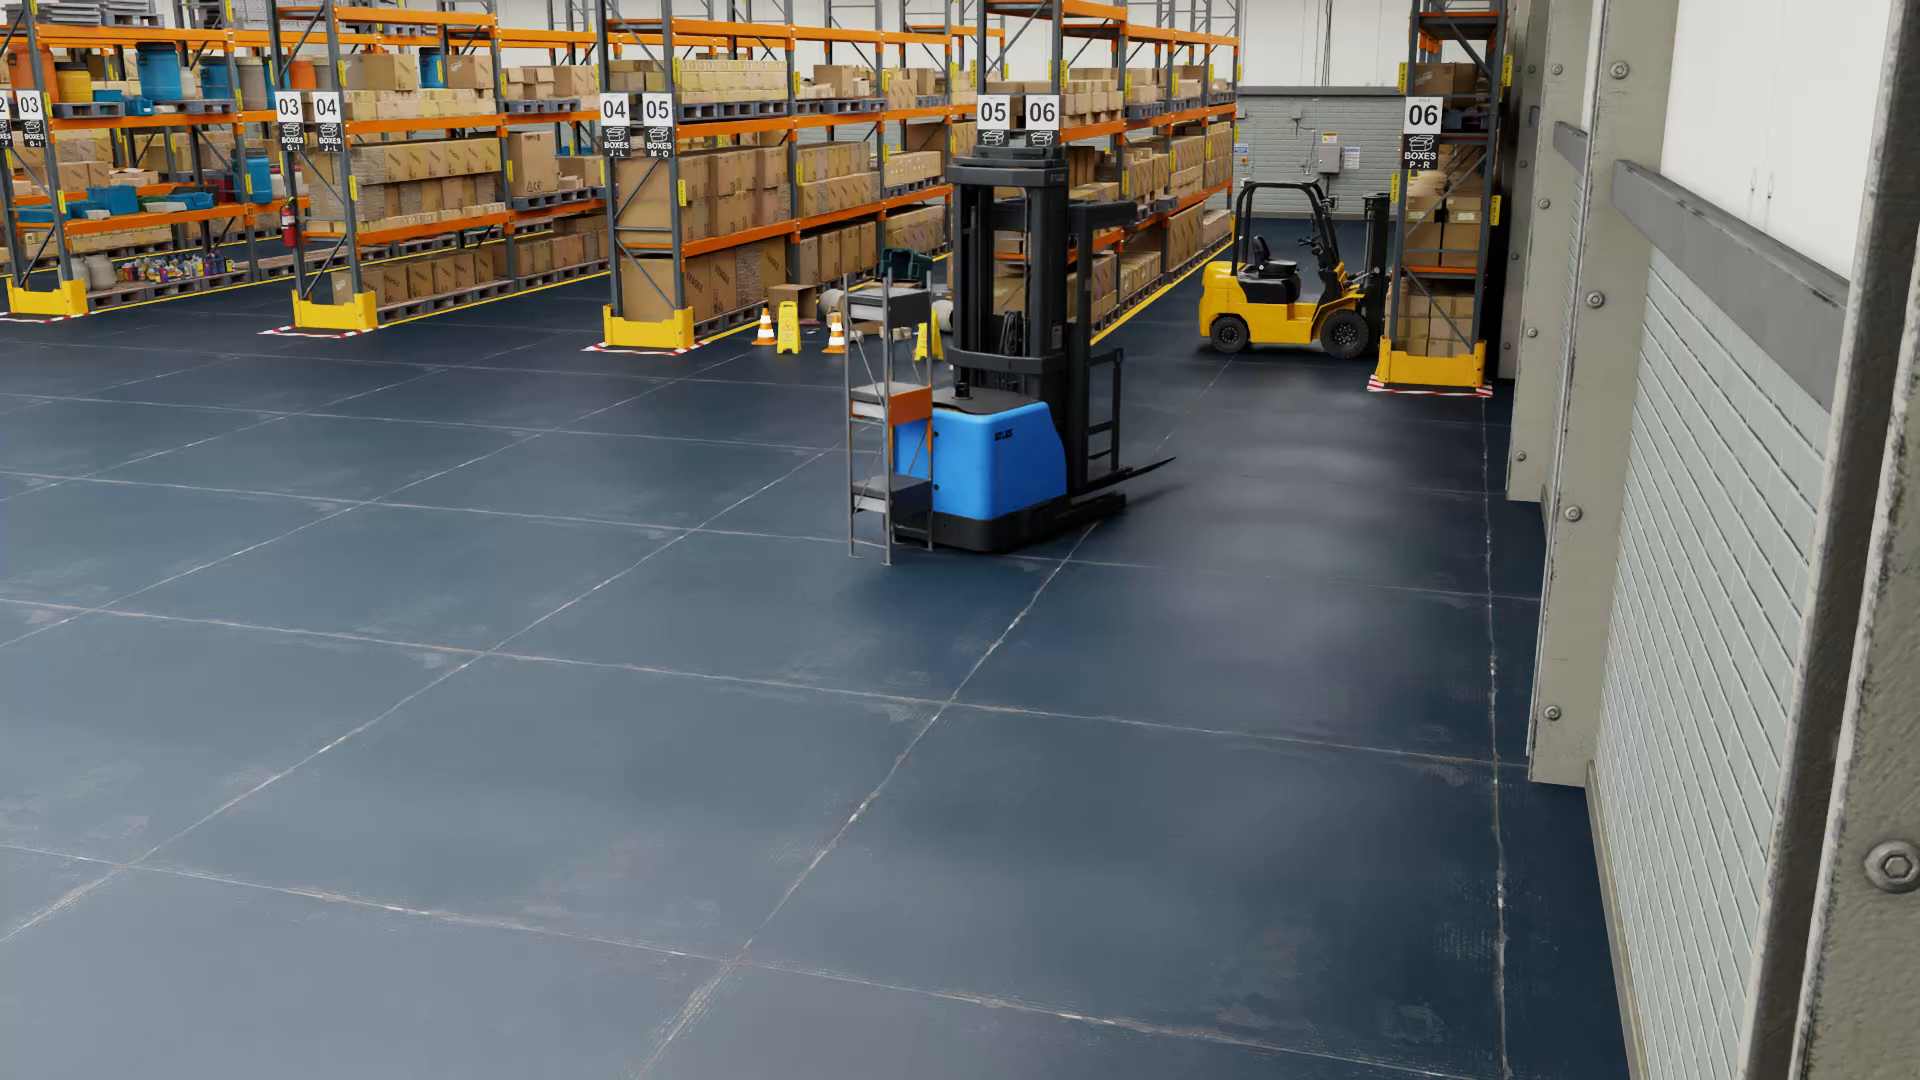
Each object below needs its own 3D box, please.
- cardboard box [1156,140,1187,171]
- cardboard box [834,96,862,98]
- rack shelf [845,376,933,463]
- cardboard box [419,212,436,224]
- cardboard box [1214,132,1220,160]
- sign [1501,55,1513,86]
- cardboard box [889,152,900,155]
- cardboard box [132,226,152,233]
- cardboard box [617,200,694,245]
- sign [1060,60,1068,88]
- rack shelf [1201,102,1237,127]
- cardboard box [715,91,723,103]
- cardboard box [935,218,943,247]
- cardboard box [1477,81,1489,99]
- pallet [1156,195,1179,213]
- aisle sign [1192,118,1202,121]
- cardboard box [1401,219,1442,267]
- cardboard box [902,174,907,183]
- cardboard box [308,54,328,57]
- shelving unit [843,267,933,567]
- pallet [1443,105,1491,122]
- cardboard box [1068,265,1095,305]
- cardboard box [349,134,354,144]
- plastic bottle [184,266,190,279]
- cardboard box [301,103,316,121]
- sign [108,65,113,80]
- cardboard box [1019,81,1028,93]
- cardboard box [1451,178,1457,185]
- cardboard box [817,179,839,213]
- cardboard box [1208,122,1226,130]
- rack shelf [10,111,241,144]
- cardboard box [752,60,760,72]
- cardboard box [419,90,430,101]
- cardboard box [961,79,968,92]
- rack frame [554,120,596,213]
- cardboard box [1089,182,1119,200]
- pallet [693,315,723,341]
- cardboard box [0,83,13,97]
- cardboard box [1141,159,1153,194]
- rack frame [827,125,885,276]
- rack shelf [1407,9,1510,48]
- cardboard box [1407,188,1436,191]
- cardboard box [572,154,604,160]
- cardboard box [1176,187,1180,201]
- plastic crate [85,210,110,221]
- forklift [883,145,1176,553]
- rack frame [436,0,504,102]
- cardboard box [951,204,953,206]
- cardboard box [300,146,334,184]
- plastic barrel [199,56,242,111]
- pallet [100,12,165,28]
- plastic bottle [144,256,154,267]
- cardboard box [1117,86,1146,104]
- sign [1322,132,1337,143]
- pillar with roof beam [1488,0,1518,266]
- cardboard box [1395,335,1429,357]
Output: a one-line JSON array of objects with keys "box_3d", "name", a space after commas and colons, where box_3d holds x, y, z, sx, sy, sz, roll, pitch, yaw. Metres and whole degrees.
[{"box_3d": [3.637, -6.661, 28.800, 0.500, 0.500, 0.500, 5, 17, 17], "name": "cardboard box"}, {"box_3d": [-1.887, -7.775, 29.062, 0.500, 0.500, 0.500, 5, 16, 16], "name": "cardboard box"}, {"box_3d": [-0.515, -0.888, 12.161, 0.431, 0.518, 0.480, 12, 20, 36], "name": "rack shelf"}, {"box_3d": [-7.977, -4.753, 24.548, 0.380, 0.149, 0.250, 5, 16, 16], "name": "cardboard box"}, {"box_3d": [4.780, -7.703, 32.475, 0.500, 0.500, 0.500, 5, 17, 17], "name": "cardboard box"}, {"box_3d": [5.986, -5.137, 18.200, 0.100, 0.325, 0.005, 5, 16, 16], "name": "sign"}, {"box_3d": [-1.370, -7.321, 31.742, 0.380, 0.149, 0.250, 5, 17, 16], "name": "cardboard box"}, {"box_3d": [-16.083, -6.151, 32.260, 0.500, 0.311, 0.500, 4, 16, 15], "name": "cardboard box"}, {"box_3d": [-4.017, -4.194, 21.844, 0.875, 0.550, 0.550, 5, 16, 16], "name": "cardboard box"}, {"box_3d": [1.216, -5.485, 19.573, 0.100, 0.325, 0.005, 5, 16, 16], "name": "sign"}, {"box_3d": [4.674, -8.424, 32.852, 1.077, 0.370, 4.000, 5, 16, 16], "name": "rack shelf"}, {"box_3d": [-3.387, -5.923, 22.224, 0.380, 0.149, 0.250, 5, 16, 16], "name": "cardboard box"}, {"box_3d": [-0.637, -5.947, 32.111, 0.500, 0.500, 0.500, 4, 16, 15], "name": "cardboard box"}, {"box_3d": [7.769, -6.785, 25.077, 0.500, 0.250, 0.500, 5, 16, 16], "name": "cardboard box"}, {"box_3d": [2.869, -5.470, 26.969, 1.213, 0.211, 1.003, 5, 16, 16], "name": "pallet"}, {"box_3d": [4.985, -9.142, 34.799, 0.394, 0.787, 0.004, 5, 16, 16], "name": "aisle sign"}, {"box_3d": [5.344, -3.477, 19.408, 0.500, 0.500, 0.500, 4, 16, 15], "name": "cardboard box"}, {"box_3d": [-1.183, -6.578, 30.216, 0.380, 0.149, 0.250, 5, 17, 18], "name": "cardboard box"}, {"box_3d": [-14.513, -10.563, 37.062, 0.700, 0.500, 0.500, 5, 16, 16], "name": "cardboard box"}, {"box_3d": [-0.515, -0.901, 12.157, 0.431, 2.100, 0.503, 12, 20, 36], "name": "shelving unit"}, {"box_3d": [6.027, -5.184, 20.273, 1.003, 0.211, 1.213, 5, 16, 16], "name": "pallet"}, {"box_3d": [1.491, -3.368, 22.100, 0.500, 0.500, 0.500, 5, 17, 17], "name": "cardboard box"}, {"box_3d": [-14.196, -9.241, 37.897, 0.500, 0.500, 0.500, 4, 16, 14], "name": "cardboard box"}, {"box_3d": [-12.528, -4.328, 26.912, 0.097, 0.201, 0.097, 0, 16, 0], "name": "plastic bottle"}, {"box_3d": [-8.912, -5.949, 23.085, 0.500, 0.250, 0.500, 5, 17, 17], "name": "cardboard box"}, {"box_3d": [-19.120, -10.528, 37.428, 0.100, 0.325, 0.005, 5, 16, 16], "name": "sign"}, {"box_3d": [0.619, -5.546, 20.386, 0.380, 0.149, 0.250, 5, 17, 17], "name": "cardboard box"}, {"box_3d": [7.413, -5.229, 24.396, 0.380, 0.149, 0.250, 5, 17, 17], "name": "cardboard box"}, {"box_3d": [-2.247, -5.495, 26.524, 0.500, 0.500, 0.500, 5, 16, 16], "name": "cardboard box"}, {"box_3d": [5.180, -8.377, 33.661, 0.380, 0.149, 0.250, 5, 17, 17], "name": "cardboard box"}, {"box_3d": [-12.986, -6.437, 25.847, 1.077, 0.370, 4.000, 5, 16, 16], "name": "rack shelf"}, {"box_3d": [-3.027, -6.638, 23.286, 0.380, 0.149, 0.250, 5, 16, 16], "name": "cardboard box"}, {"box_3d": [-8.015, -6.525, 24.385, 0.380, 0.149, 0.250, 4, 16, 14], "name": "cardboard box"}, {"box_3d": [-0.156, -9.010, 32.958, 0.500, 0.250, 0.500, 5, 16, 16], "name": "cardboard box"}, {"box_3d": [-9.007, -9.002, 39.072, 1.000, 3.000, 0.127, 5, 16, 16], "name": "rack frame"}, {"box_3d": [1.945, -4.766, 23.407, 0.500, 0.500, 0.500, 4, 16, 14], "name": "cardboard box"}, {"box_3d": [-3.927, -2.895, 22.649, 1.003, 0.211, 1.213, 5, 16, 16], "name": "pallet"}, {"box_3d": [-16.981, -7.982, 29.480, 0.500, 0.250, 0.500, 6, 17, 22], "name": "cardboard box"}, {"box_3d": [2.672, -5.599, 25.573, 0.500, 0.500, 0.500, 4, 16, 14], "name": "cardboard box"}, {"box_3d": [-1.805, -6.114, 28.889, 1.000, 3.000, 0.127, 5, 16, 16], "name": "rack frame"}, {"box_3d": [6.024, -6.151, 20.075, 1.077, 0.370, 4.000, 5, 16, 16], "name": "rack shelf"}, {"box_3d": [5.554, -4.167, 20.106, 0.380, 0.149, 0.250, 5, 17, 17], "name": "cardboard box"}, {"box_3d": [-6.647, -6.631, 29.758, 0.500, 0.500, 0.500, 3, 16, 9], "name": "cardboard box"}, {"box_3d": [3.479, -5.929, 28.511, 0.500, 0.250, 0.500, 4, 16, 14], "name": "cardboard box"}, {"box_3d": [-12.991, -4.899, 25.087, 0.298, 0.136, 0.250, 5, 16, 16], "name": "plastic crate"}, {"box_3d": [0.704, -1.657, 13.301, 1.130, 2.935, 3.031, 12, 20, 36], "name": "forklift"}, {"box_3d": [-7.669, -8.365, 25.830, 1.000, 3.000, 0.127, 5, 16, 16], "name": "rack frame"}, {"box_3d": [-0.006, -7.213, 36.128, 0.380, 0.149, 0.250, 4, 16, 13], "name": "cardboard box"}, {"box_3d": [-8.886, -5.268, 23.344, 0.500, 0.500, 0.500, 5, 16, 16], "name": "cardboard box"}, {"box_3d": [-12.481, -7.697, 28.054, 0.600, 0.901, 0.708, 5, 16, 16], "name": "plastic barrel"}, {"box_3d": [-12.970, -7.928, 25.368, 1.003, 0.211, 1.213, 5, 16, 16], "name": "pallet"}, {"box_3d": [-13.219, -4.461, 27.107, 0.144, 0.351, 0.185, 4, 16, 15], "name": "plastic bottle"}, {"box_3d": [2.383, -6.405, 23.923, 0.500, 0.250, 0.500, 4, 16, 14], "name": "cardboard box"}, {"box_3d": [8.801, -9.582, 39.600, 0.339, 0.242, 0.001, 5, 16, 16], "name": "sign"}, {"box_3d": [5.801, -9.752, 30.719, 9.100, 9.000, 0.400, 5, 16, 16], "name": "pillar with roof beam"}, {"box_3d": [5.287, -2.307, 19.734, 0.500, 0.250, 0.500, 5, 17, 16], "name": "cardboard box"}]
